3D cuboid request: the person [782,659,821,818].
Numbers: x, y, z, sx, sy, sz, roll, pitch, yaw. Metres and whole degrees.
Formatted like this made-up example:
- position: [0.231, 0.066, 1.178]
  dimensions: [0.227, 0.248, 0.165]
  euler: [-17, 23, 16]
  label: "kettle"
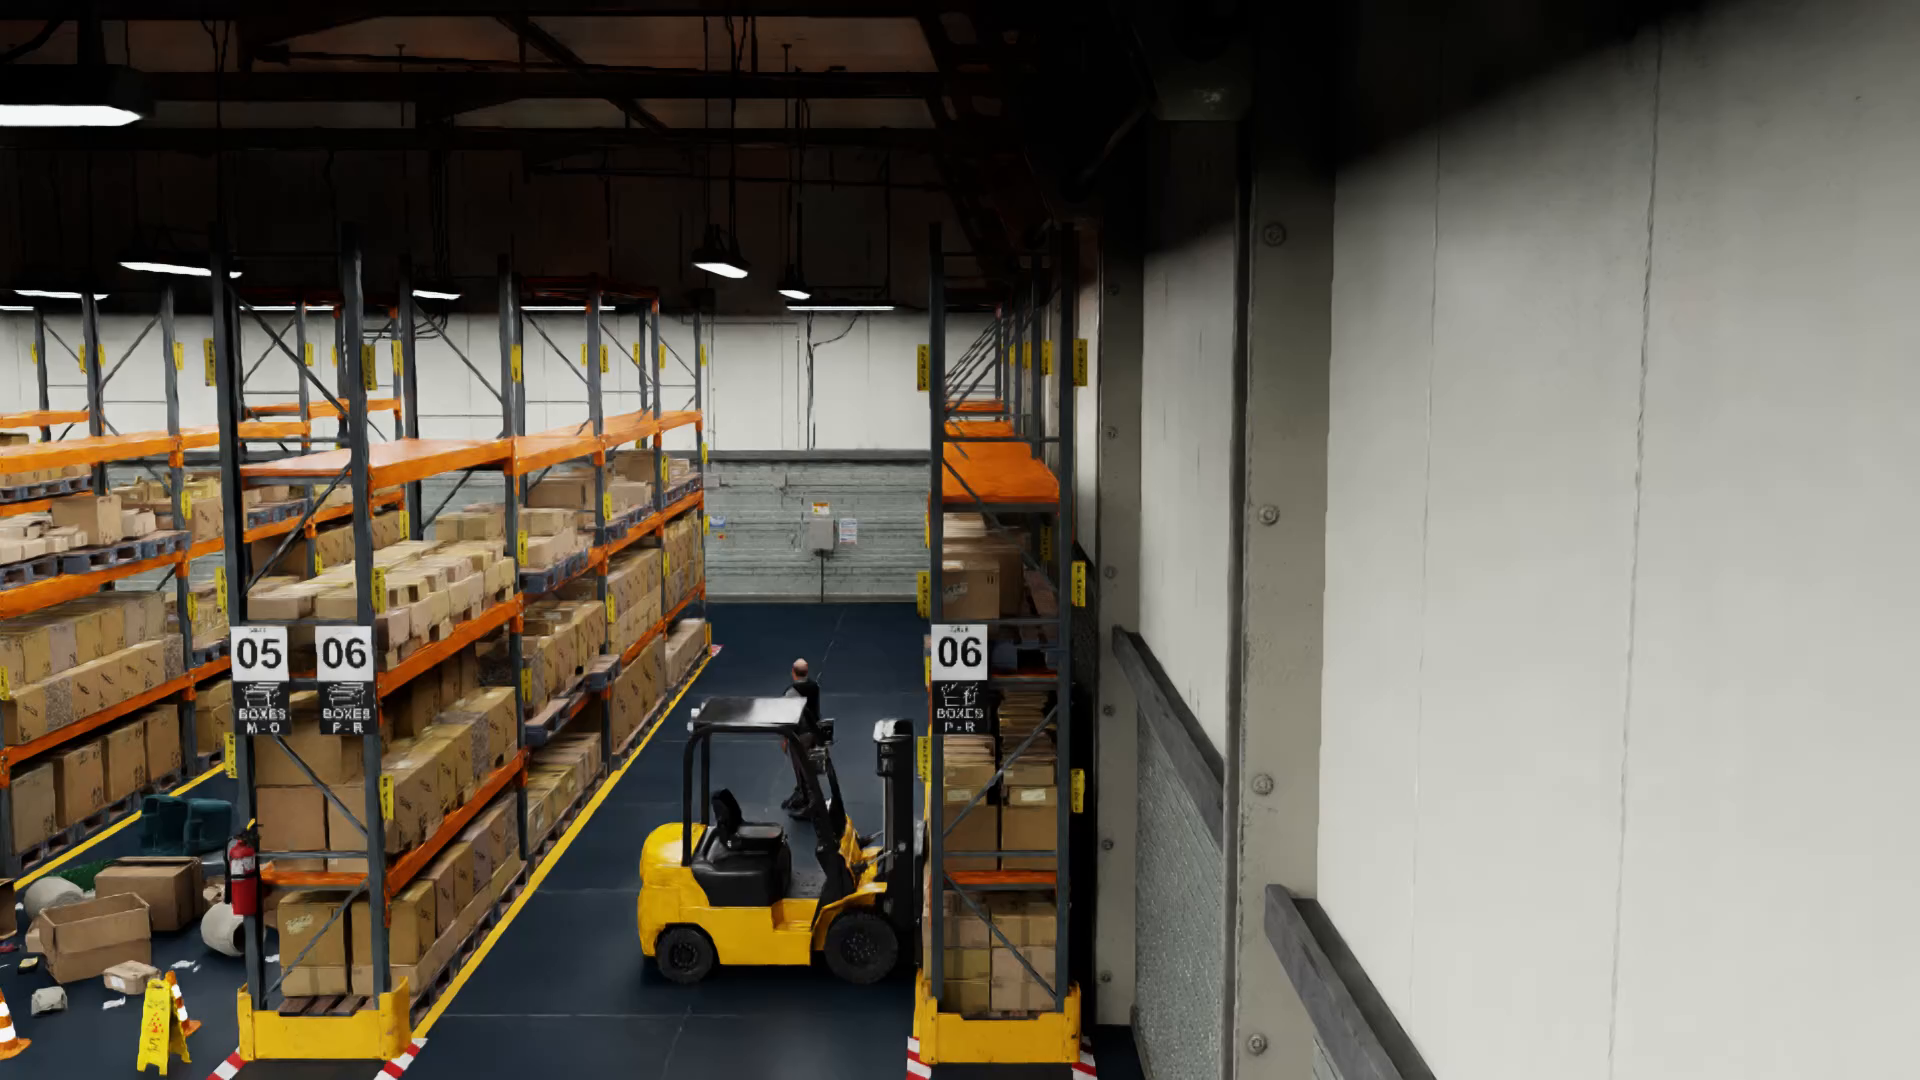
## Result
- position: [-1.777, 2.157, 18.388]
  dimensions: [0.576, 1.718, 0.626]
  euler: [3, 7, 26]
  label: "person"
